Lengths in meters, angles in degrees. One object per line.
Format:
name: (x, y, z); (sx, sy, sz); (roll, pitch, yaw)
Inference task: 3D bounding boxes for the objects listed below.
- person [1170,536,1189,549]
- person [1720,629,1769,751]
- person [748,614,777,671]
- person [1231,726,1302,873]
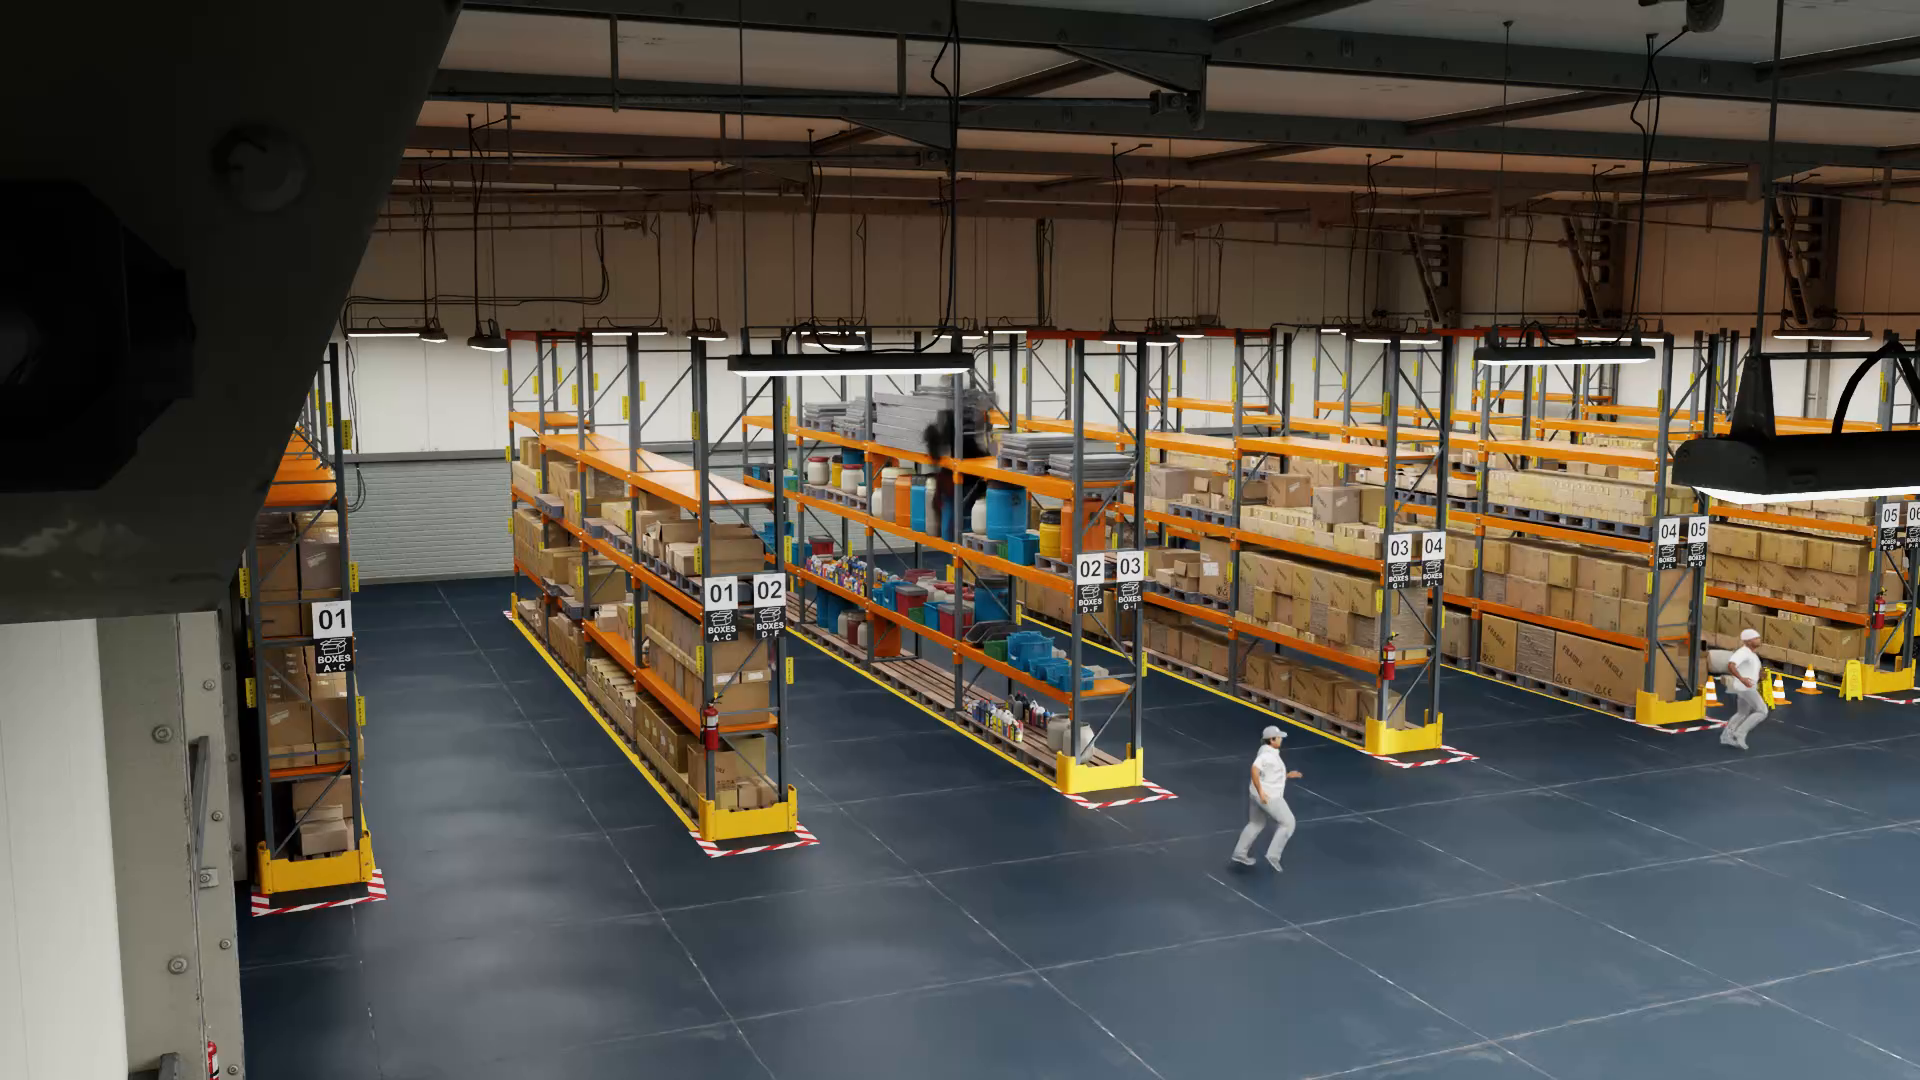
person: (5.543, -0.123, 41.888); (0.783, 1.581, 0.684); (4, 9, 25)
person: (11.487, 2.171, 24.293); (0.612, 1.757, 0.729); (4, 9, 26)
person: (-3.420, 1.541, 28.850); (0.563, 1.632, 0.859); (-4, 9, -28)
person: (3.507, 2.955, 18.943); (0.796, 1.705, 0.570); (-1, 8, -4)
